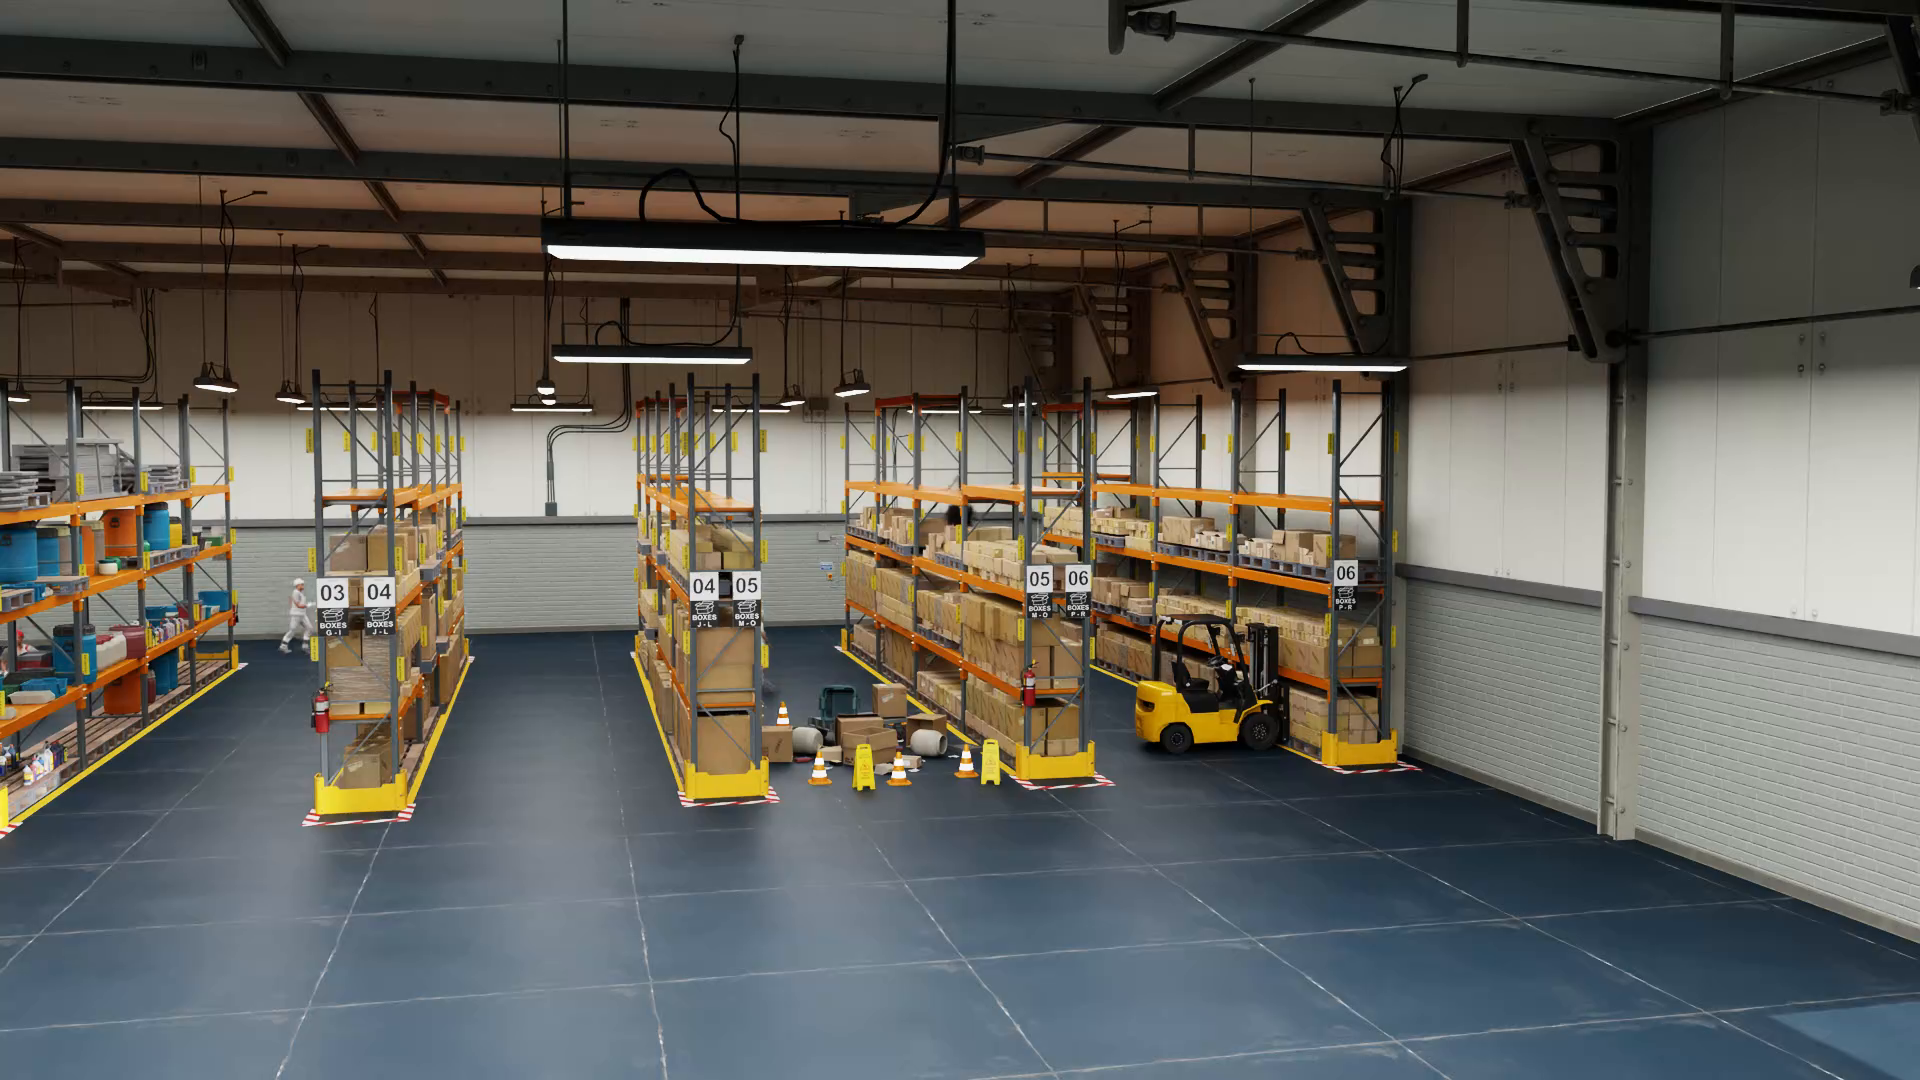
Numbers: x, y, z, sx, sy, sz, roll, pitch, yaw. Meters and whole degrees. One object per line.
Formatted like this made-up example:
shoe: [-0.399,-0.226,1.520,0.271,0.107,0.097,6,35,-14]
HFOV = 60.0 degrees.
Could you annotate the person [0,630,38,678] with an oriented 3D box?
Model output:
person: [-16.611,2.442,29.408,0.660,1.729,0.646,-1,3,-10]

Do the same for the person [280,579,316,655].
person: [-15.671,1.833,39.384,0.862,1.842,0.647,0,3,-6]

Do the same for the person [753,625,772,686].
person: [-4.210,2.248,34.278,0.698,1.628,0.595,1,4,22]
